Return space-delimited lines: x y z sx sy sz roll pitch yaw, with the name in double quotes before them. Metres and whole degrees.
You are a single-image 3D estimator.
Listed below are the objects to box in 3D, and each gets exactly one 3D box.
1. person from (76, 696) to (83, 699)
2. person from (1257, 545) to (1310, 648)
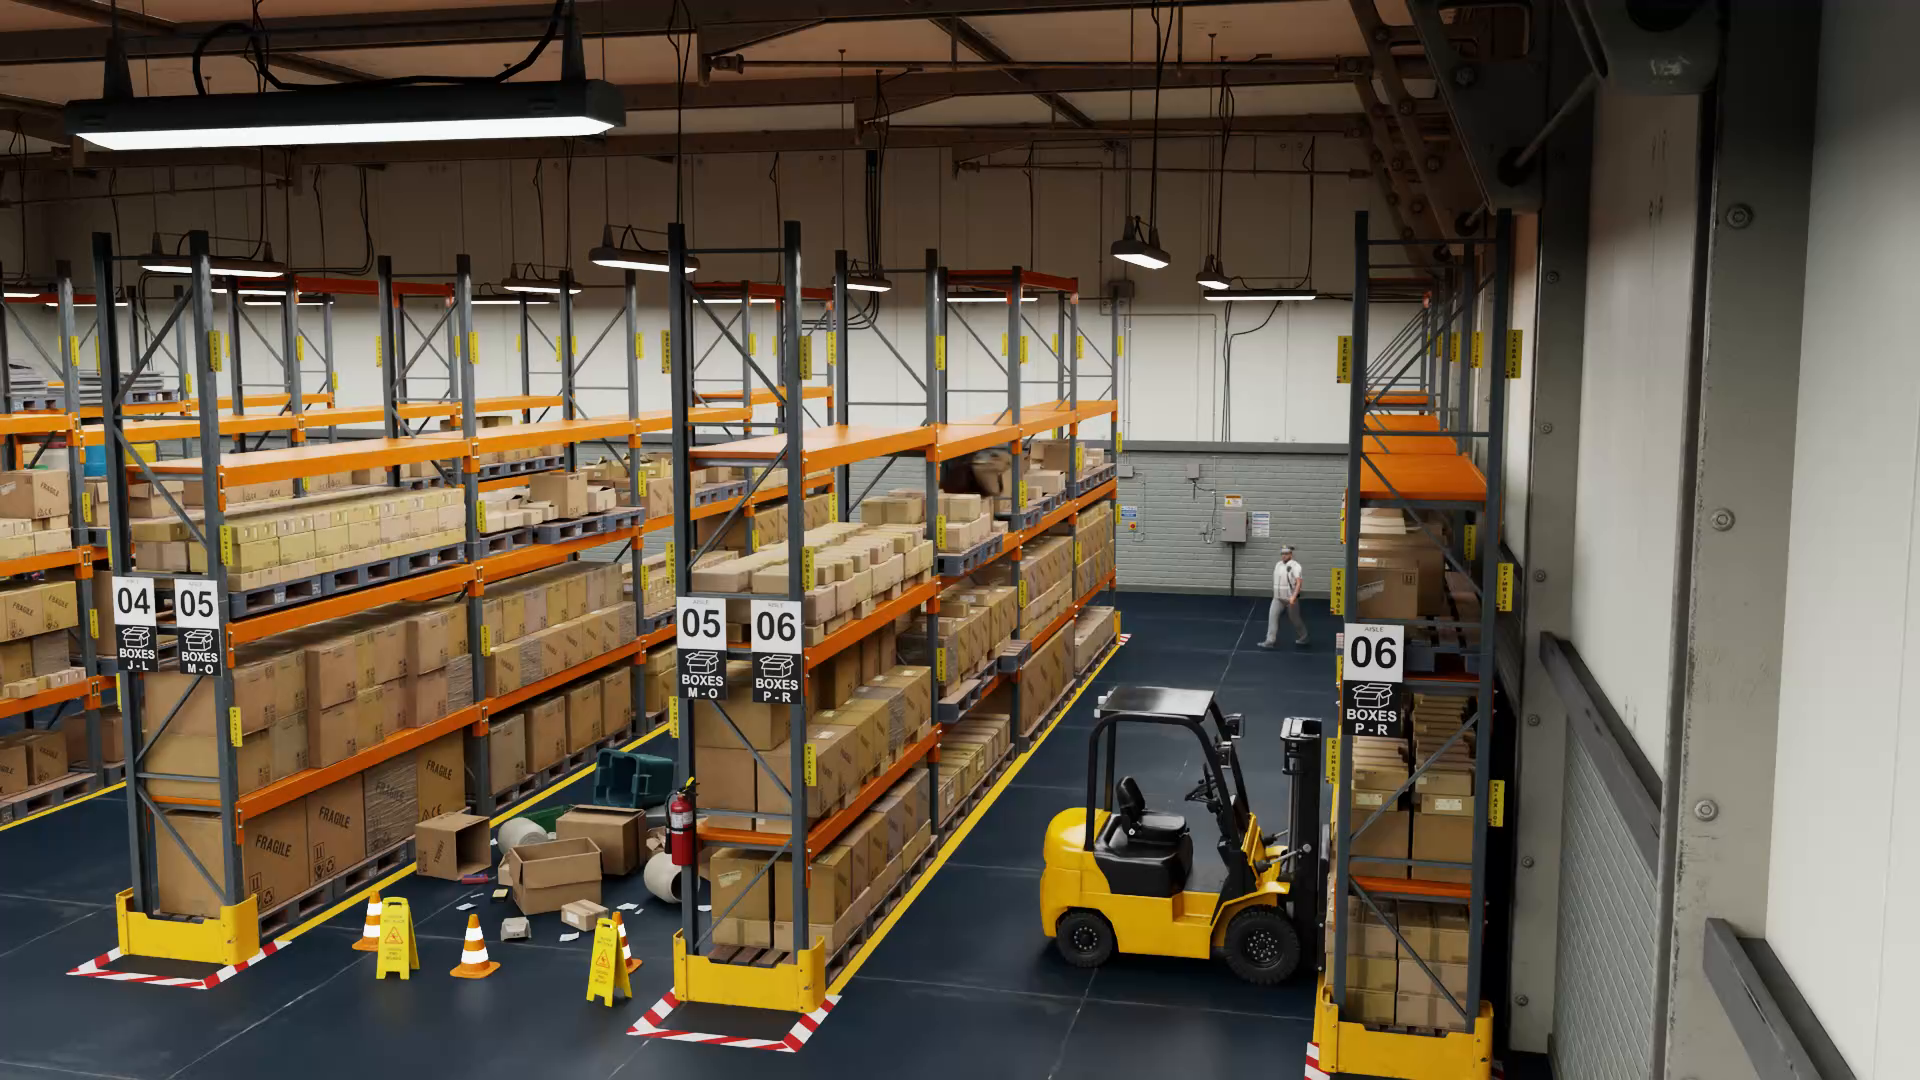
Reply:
"person" -12.746 1.529 23.603 0.475 1.614 0.565 -3 8 -23
"person" 5.404 0.934 27.643 1.055 1.718 0.598 -7 10 -44
